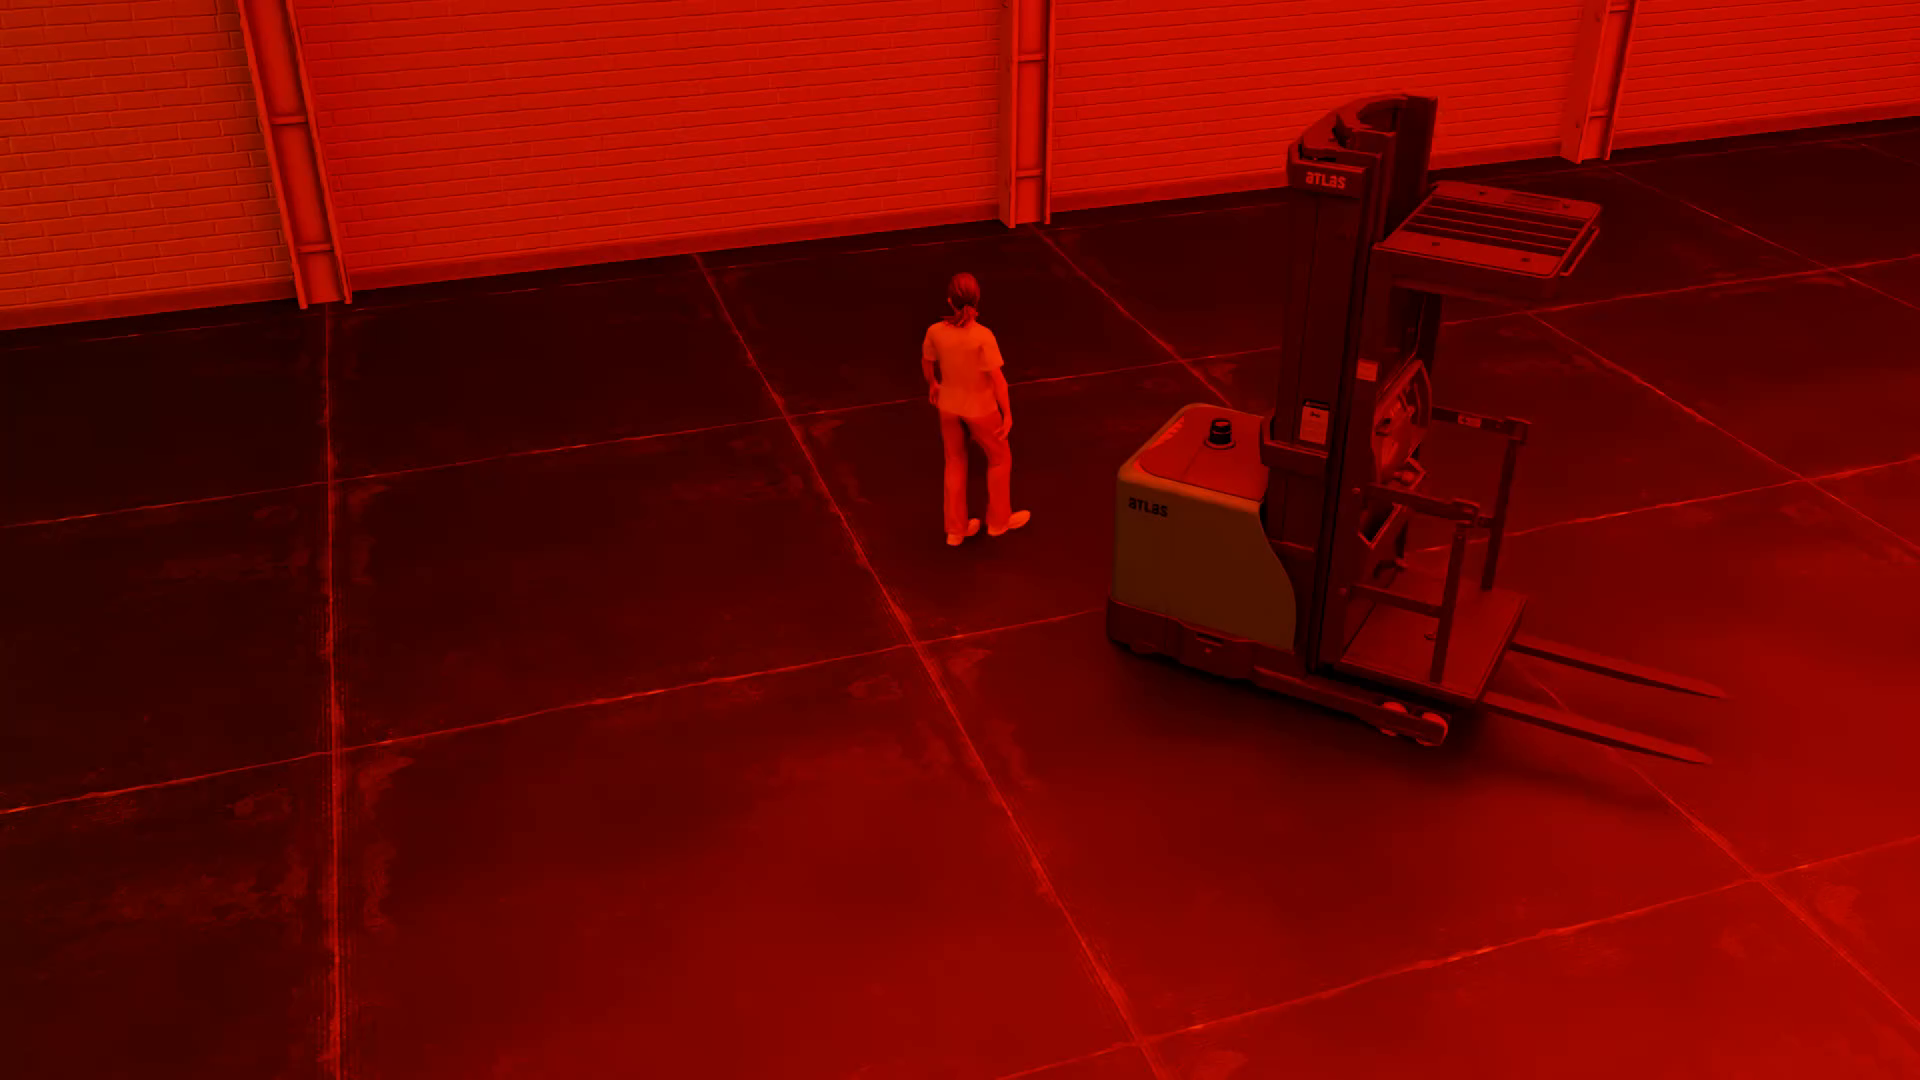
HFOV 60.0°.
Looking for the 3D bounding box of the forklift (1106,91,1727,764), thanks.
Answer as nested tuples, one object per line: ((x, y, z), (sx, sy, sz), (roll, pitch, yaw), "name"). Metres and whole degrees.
((2.329, -0.548, 8.040), (3.031, 2.935, 1.130), (16, 33, 25), "forklift")

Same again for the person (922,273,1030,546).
((0.063, -0.778, 9.728), (0.616, 1.655, 0.488), (11, 32, 19), "person")
